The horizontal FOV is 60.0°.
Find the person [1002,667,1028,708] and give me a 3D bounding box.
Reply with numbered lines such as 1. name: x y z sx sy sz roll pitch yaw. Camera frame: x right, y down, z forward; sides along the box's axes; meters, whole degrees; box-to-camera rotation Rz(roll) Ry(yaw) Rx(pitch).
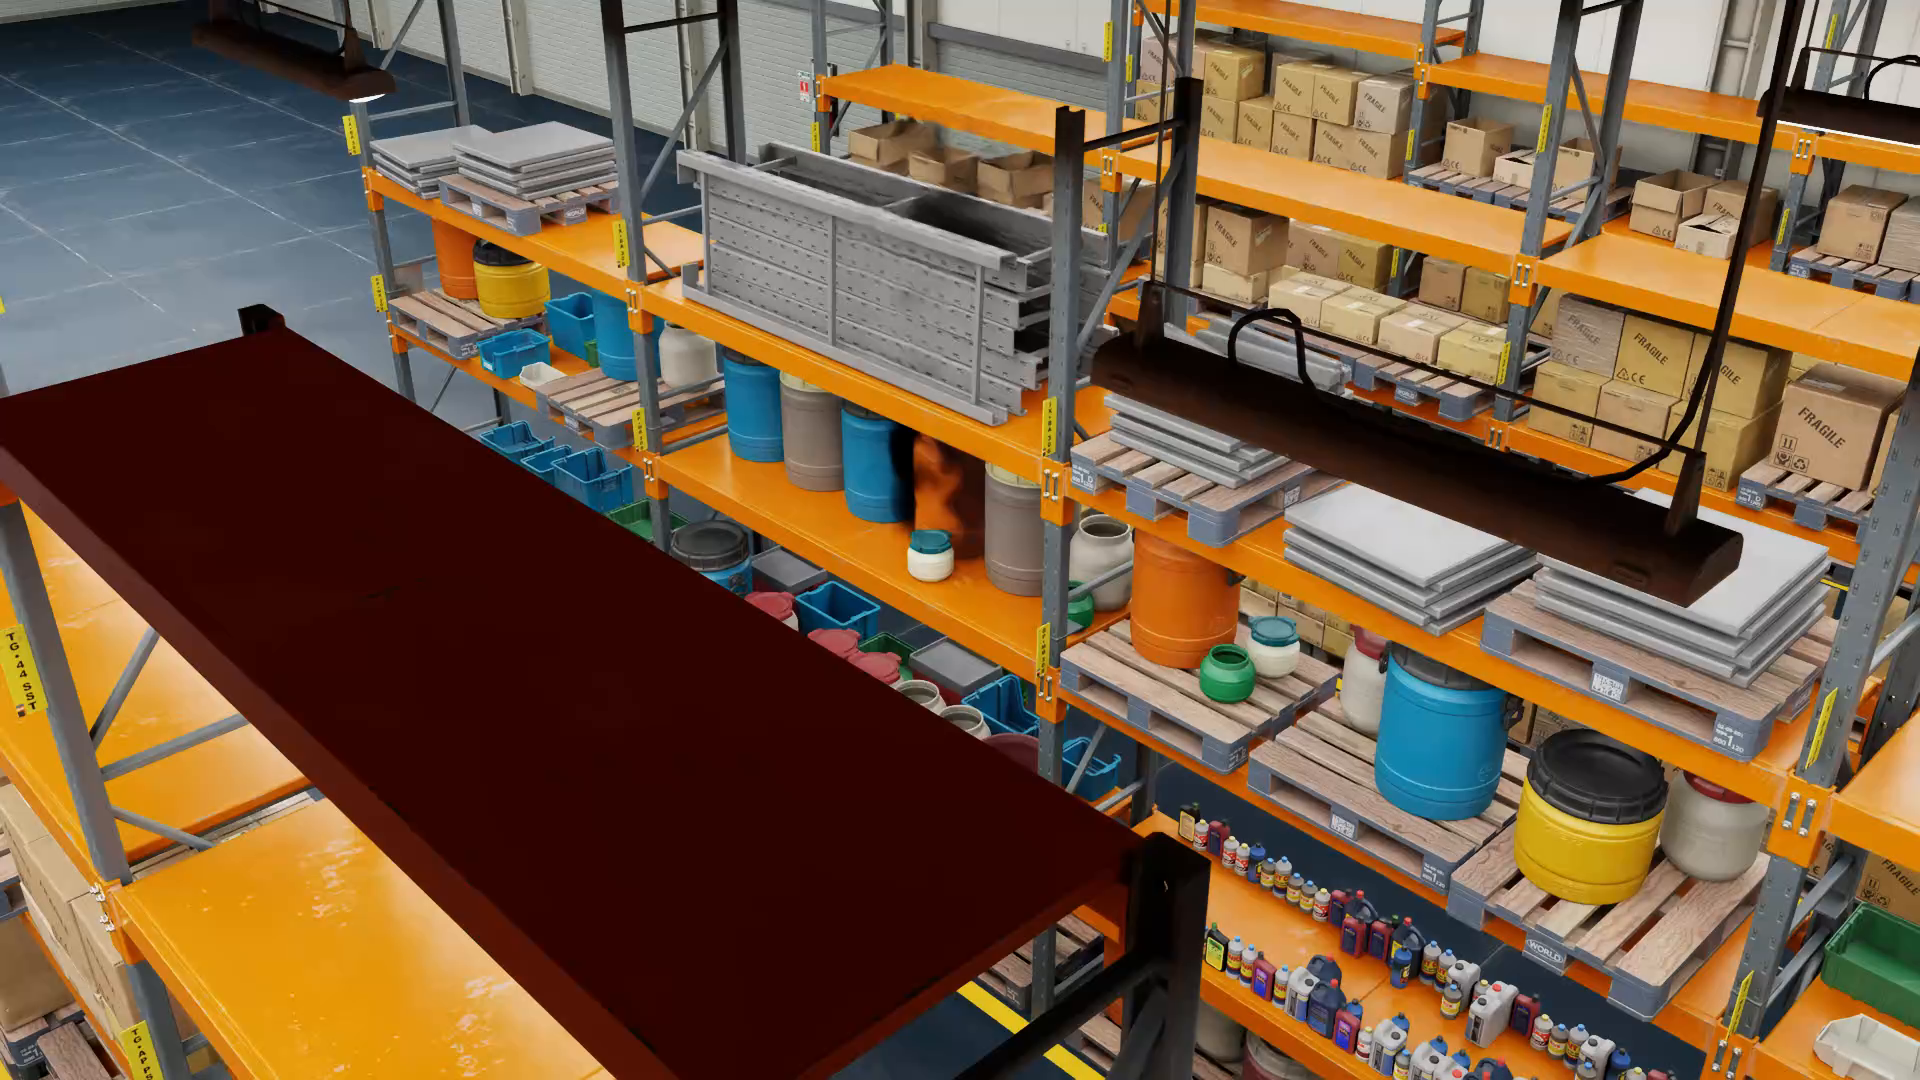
1. person: 0.290 0.528 13.467 0.697 1.836 0.641 18 33 30
